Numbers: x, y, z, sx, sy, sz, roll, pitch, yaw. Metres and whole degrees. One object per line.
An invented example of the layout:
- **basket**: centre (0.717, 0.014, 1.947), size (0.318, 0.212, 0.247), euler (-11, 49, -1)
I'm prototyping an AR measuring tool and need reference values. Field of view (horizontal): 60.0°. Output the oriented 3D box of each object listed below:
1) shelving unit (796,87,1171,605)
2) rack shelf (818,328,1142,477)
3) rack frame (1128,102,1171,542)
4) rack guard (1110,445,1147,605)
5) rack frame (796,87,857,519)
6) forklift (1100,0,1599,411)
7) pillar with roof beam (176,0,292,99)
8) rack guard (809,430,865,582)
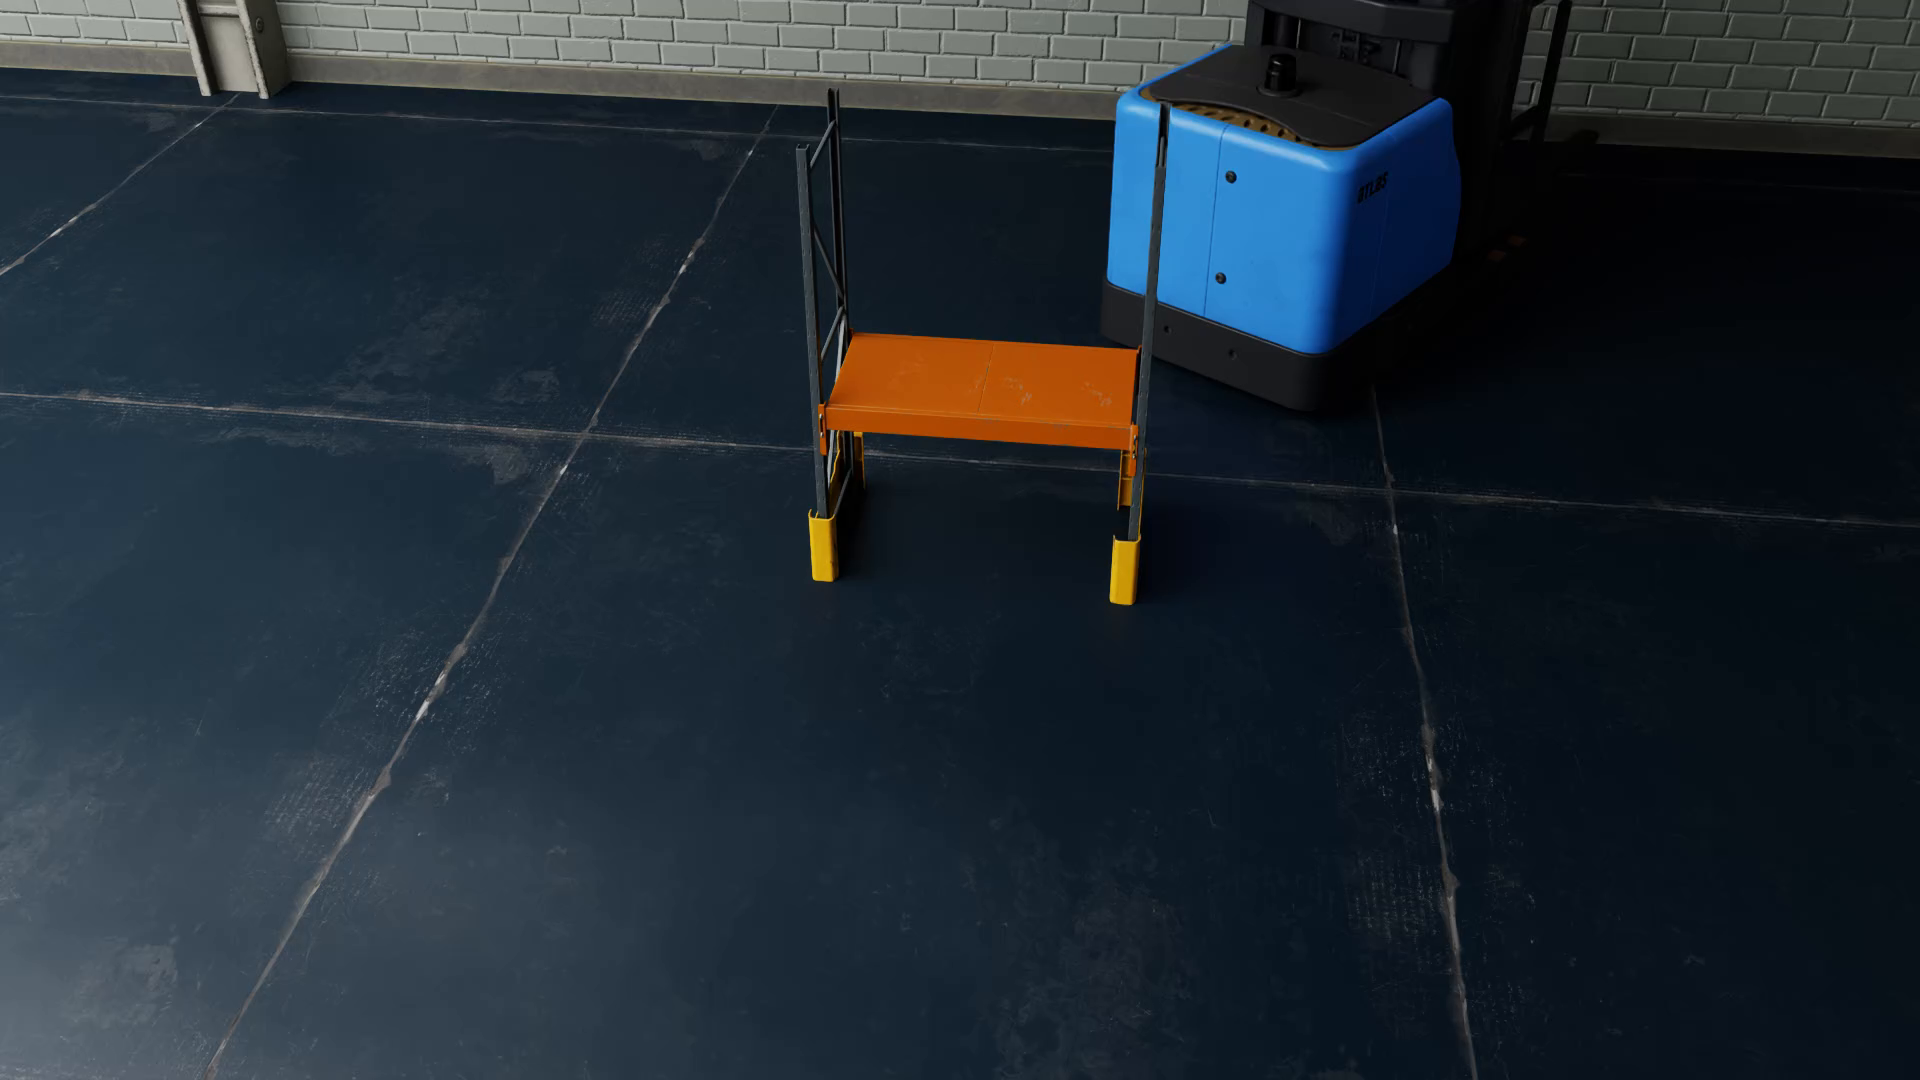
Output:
- **shelving unit**: centre (0.076, -0.605, 5.306), size (1.083, 1.500, 0.587), euler (4, 36, 6)
- **rack shelf**: centre (0.085, -0.458, 5.410), size (1.000, 0.185, 0.538), euler (4, 36, 6)
- **rack frame**: centre (0.589, -0.567, 5.253), size (0.032, 1.500, 0.500), euler (4, 36, 6)
- **rack guard**: centre (0.570, -0.059, 5.618), size (0.087, 0.250, 0.587), euler (4, 36, 6)
- **rack frame**: centre (-0.420, -0.642, 5.358), size (0.032, 1.500, 0.500), euler (4, 36, 6)
- **forklift**: centre (1.909, -2.465, 6.681), size (1.130, 2.935, 3.031), euler (26, 43, 32)
- **pillar with roof beam**: centre (-4.528, -3.716, 3.210), size (0.400, 9.000, 9.100), euler (4, 36, 6)
- **rack guard**: centre (-0.418, -0.133, 5.721), size (0.087, 0.250, 0.587), euler (4, 36, 6)
